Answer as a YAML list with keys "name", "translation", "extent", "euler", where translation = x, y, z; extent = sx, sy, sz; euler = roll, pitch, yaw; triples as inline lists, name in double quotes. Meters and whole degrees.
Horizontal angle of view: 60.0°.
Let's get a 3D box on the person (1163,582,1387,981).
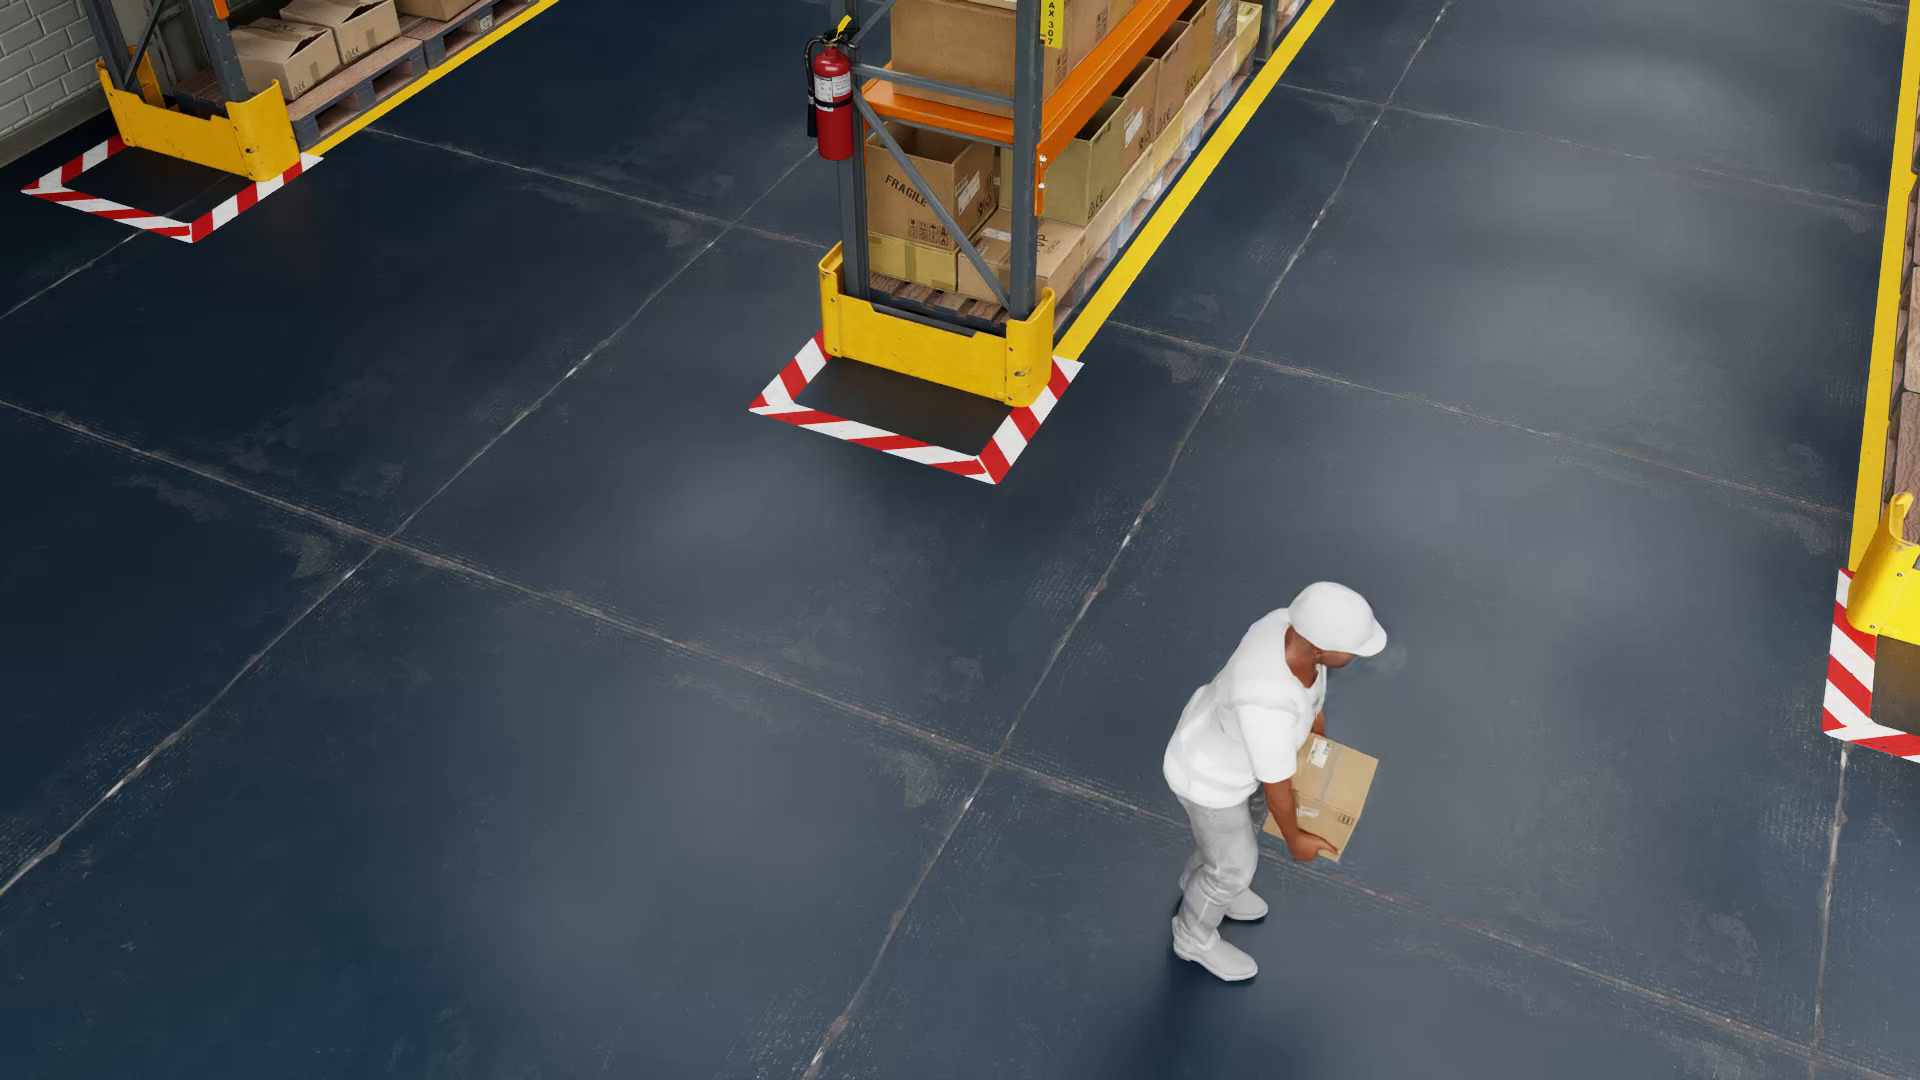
- name: "person"
  translation: [0.969, 0.755, 5.331]
  extent: [0.611, 1.718, 0.493]
  euler: [17, 44, 18]
